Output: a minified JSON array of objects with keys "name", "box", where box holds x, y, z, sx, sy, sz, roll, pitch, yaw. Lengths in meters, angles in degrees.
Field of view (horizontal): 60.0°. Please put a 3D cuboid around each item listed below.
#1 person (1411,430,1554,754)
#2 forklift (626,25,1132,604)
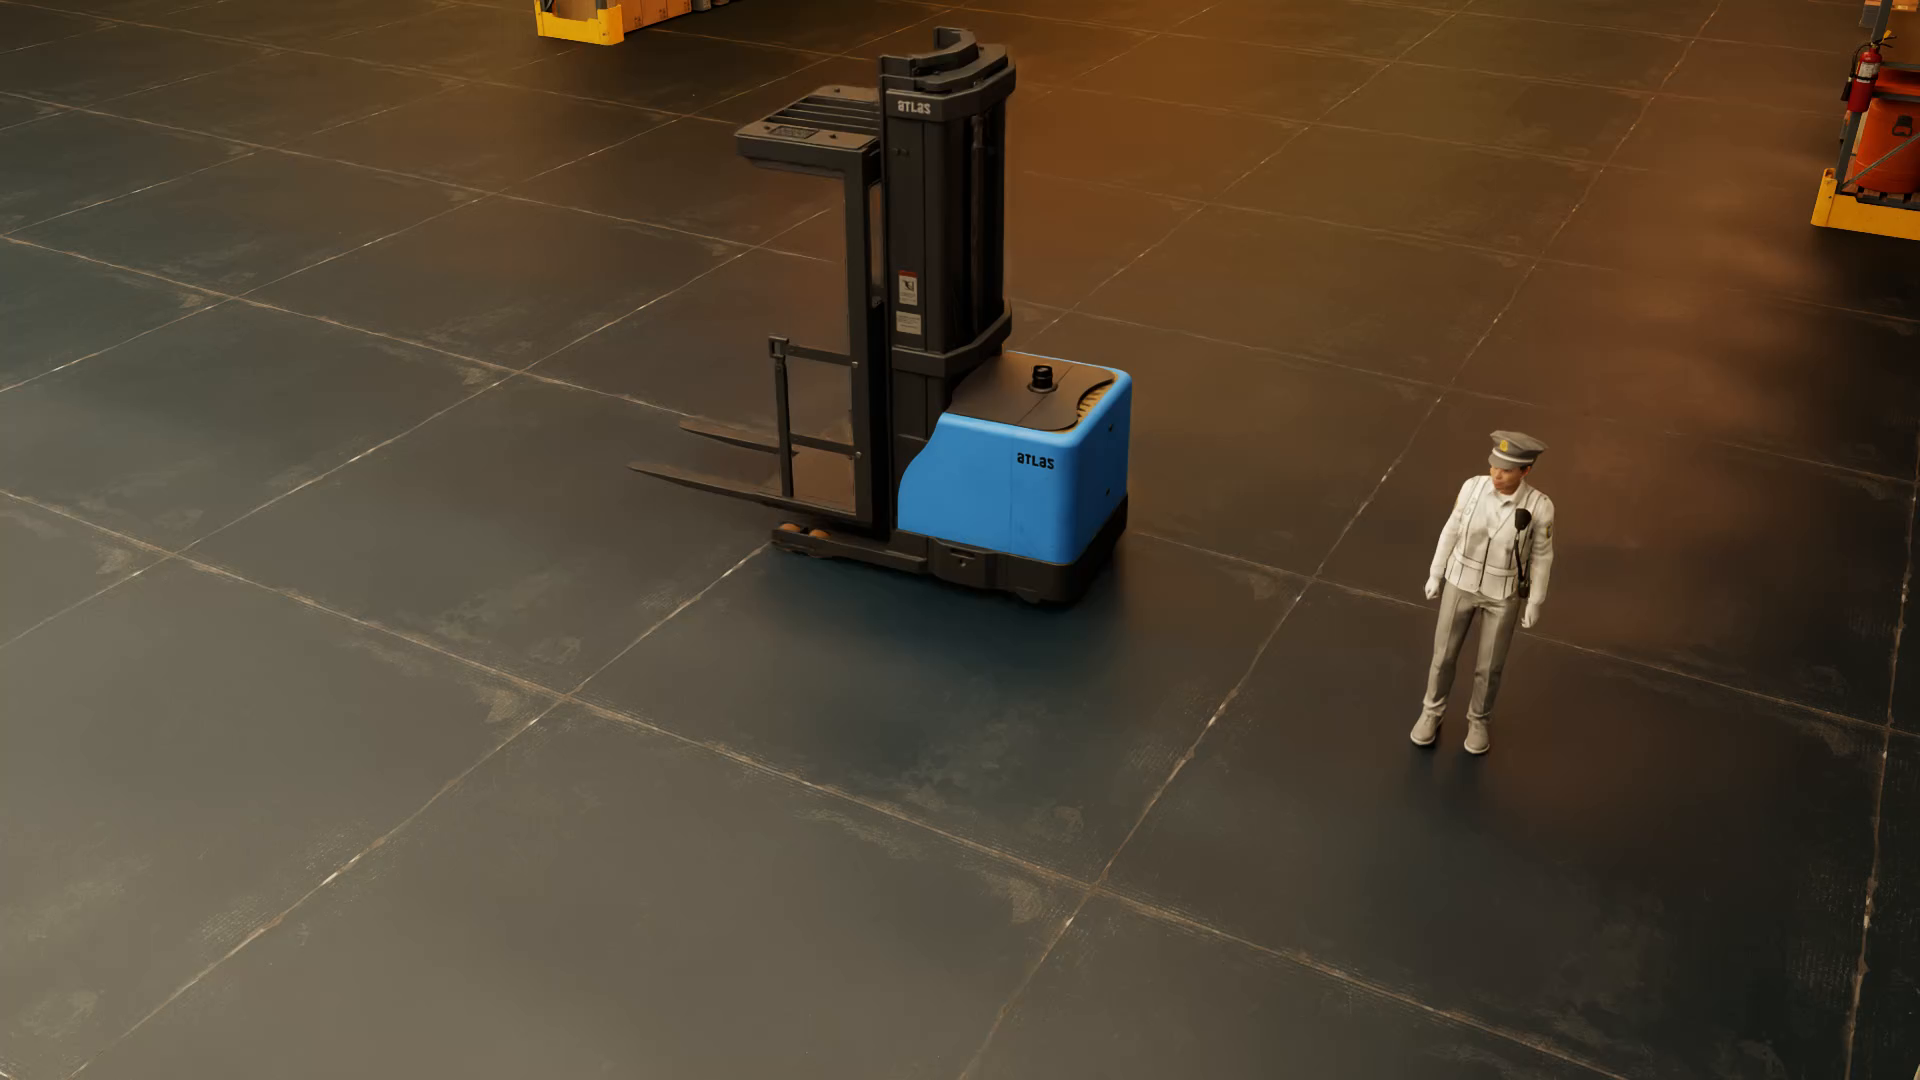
[{"name":"person","box":[2.480,0.252,7.889,0.548,1.683,0.360,15,33,24]},{"name":"forklift","box":[-0.565,-1.388,9.476,3.031,2.935,1.130,12,32,20]}]
